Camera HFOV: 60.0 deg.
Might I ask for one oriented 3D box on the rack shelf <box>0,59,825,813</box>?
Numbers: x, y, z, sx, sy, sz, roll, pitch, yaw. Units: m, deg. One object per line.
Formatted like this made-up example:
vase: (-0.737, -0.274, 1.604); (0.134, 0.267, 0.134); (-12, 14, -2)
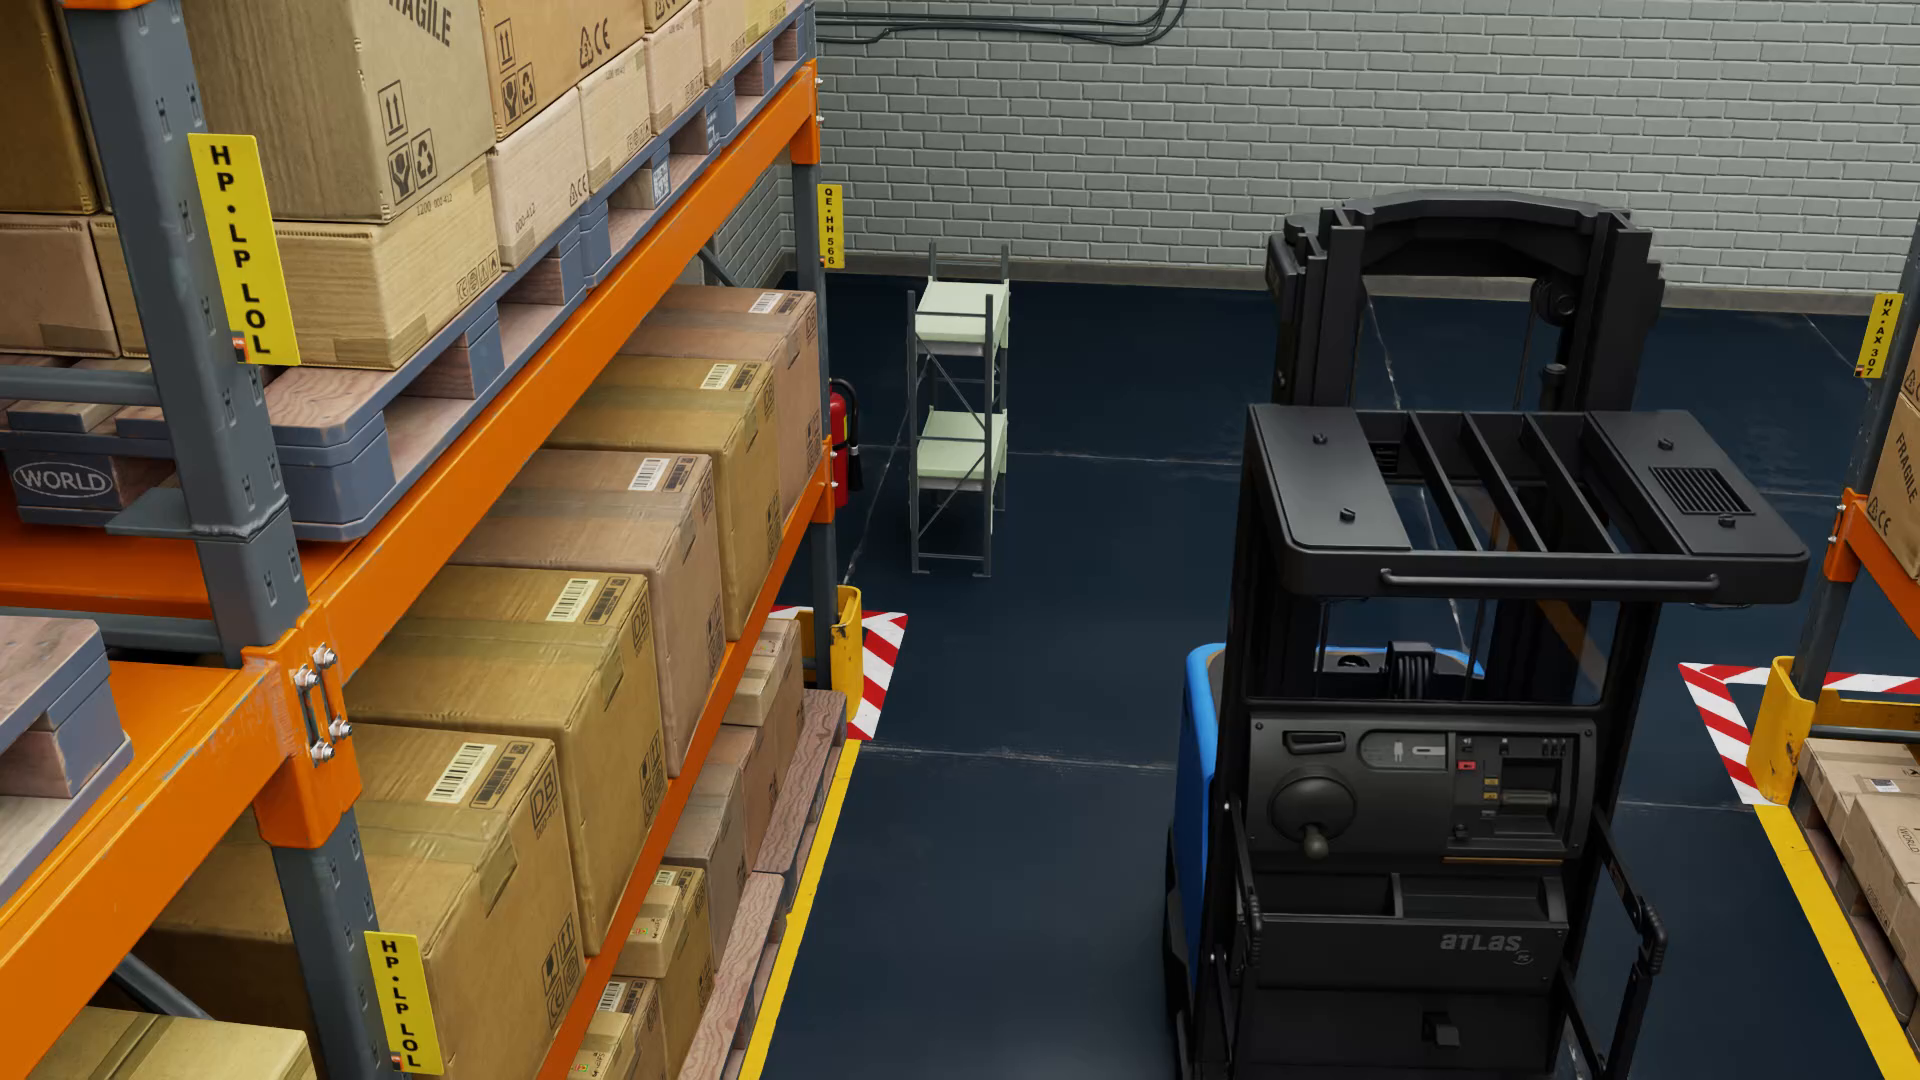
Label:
rack shelf: (-1.276, -0.678, 4.443); (1.077, 0.370, 4.000); (3, 28, 6)

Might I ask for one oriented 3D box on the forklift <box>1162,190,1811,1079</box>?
forklift: (1.243, 0.717, 4.329); (1.130, 2.935, 3.031); (1, 28, 2)

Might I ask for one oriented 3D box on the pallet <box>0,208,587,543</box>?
pallet: (-1.410, -0.399, 3.259); (1.003, 0.211, 1.213); (3, 28, 6)

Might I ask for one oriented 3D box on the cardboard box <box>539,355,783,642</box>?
cardboard box: (-1.161, -0.164, 5.576); (0.980, 0.700, 0.700); (3, 28, 6)

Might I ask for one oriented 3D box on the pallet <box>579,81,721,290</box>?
pallet: (-1.258, -0.972, 4.322); (1.003, 0.211, 1.213); (3, 28, 6)

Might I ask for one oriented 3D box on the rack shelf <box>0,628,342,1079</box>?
rack shelf: (-1.766, 1.204, 0.948); (1.077, 0.370, 4.000); (3, 28, 6)

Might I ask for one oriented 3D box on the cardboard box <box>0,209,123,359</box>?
cardboard box: (-1.670, -0.552, 3.060); (0.500, 0.250, 0.500); (4, 29, 7)

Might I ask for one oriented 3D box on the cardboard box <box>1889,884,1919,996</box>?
cardboard box: (3.415, 1.397, 5.429); (0.500, 0.250, 0.500); (3, 28, 6)

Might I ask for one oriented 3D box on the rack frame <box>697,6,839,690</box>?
rack frame: (-1.031, -0.616, 6.731); (1.000, 3.000, 0.127); (3, 28, 6)

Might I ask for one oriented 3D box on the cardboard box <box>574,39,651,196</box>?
cardboard box: (-1.042, -1.007, 3.905); (0.500, 0.250, 0.500); (3, 28, 5)

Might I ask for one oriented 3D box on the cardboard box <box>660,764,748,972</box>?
cardboard box: (-1.140, 1.107, 5.725); (0.700, 0.500, 0.500); (2, 28, 5)

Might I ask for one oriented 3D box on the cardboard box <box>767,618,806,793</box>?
cardboard box: (-1.017, 0.635, 6.602); (0.700, 0.500, 0.500); (3, 28, 6)

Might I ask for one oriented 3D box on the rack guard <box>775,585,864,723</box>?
rack guard: (-1.028, 0.473, 7.345); (1.175, 0.500, 0.348); (3, 28, 6)

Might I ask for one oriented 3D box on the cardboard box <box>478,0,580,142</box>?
cardboard box: (-1.098, -1.108, 3.301); (0.500, 0.500, 0.500); (3, 28, 5)

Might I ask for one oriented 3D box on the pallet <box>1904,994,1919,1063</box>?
pallet: (3.628, 1.882, 5.035); (1.003, 0.211, 1.213); (3, 28, 6)

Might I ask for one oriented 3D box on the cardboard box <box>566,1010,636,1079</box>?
cardboard box: (-1.104, 1.400, 4.497); (0.380, 0.149, 0.250); (4, 29, 8)

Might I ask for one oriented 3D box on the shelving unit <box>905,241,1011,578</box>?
shelving unit: (-0.001, -0.657, 8.388); (0.431, 1.500, 0.755); (3, 28, 6)

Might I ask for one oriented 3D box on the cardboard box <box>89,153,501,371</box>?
cardboard box: (-1.175, -0.527, 3.012); (0.500, 0.250, 0.500); (3, 28, 6)

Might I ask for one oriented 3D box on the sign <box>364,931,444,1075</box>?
sign: (-0.981, 0.819, 2.930); (0.100, 0.325, 0.005); (3, 28, 6)

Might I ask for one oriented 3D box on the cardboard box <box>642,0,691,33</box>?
cardboard box: (-0.977, -1.588, 4.192); (0.500, 0.500, 0.500); (2, 28, 4)

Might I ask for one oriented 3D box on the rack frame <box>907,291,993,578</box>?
rack frame: (-0.046, -0.485, 8.069); (0.400, 1.500, 0.023); (3, 28, 6)

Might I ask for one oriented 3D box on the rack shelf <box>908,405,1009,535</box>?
rack shelf: (-0.001, -0.370, 8.543); (0.431, 0.370, 0.720); (3, 28, 6)

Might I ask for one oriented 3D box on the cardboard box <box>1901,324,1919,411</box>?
cardboard box: (3.570, -0.621, 5.580); (0.500, 0.500, 0.500); (4, 29, 8)

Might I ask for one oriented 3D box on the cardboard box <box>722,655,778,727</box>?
cardboard box: (-0.883, 0.541, 6.093); (0.380, 0.149, 0.250); (4, 29, 8)

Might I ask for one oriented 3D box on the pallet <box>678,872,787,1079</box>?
pallet: (-1.203, 1.565, 5.622); (1.003, 0.211, 1.213); (3, 28, 6)

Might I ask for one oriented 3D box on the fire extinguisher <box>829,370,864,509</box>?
fire extinguisher: (-0.554, -0.462, 6.920); (0.296, 0.674, 0.183); (3, 28, 6)

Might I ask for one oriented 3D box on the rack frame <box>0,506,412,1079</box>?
rack frame: (-1.521, 1.267, 3.236); (1.000, 3.000, 0.127); (3, 28, 6)

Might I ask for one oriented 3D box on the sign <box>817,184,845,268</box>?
sign: (-0.494, -1.192, 6.329); (0.100, 0.325, 0.005); (3, 28, 6)

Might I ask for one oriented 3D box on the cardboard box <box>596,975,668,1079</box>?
cardboard box: (-1.263, 1.600, 4.810); (0.700, 0.500, 0.500); (3, 28, 6)

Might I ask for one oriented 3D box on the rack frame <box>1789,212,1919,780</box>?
rack frame: (3.886, -0.330, 6.200); (1.000, 3.000, 0.127); (3, 28, 6)

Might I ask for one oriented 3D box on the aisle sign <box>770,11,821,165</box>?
aisle sign: (-0.724, -1.777, 6.145); (0.394, 0.787, 0.004); (3, 28, 6)

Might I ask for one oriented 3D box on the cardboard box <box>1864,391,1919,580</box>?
cardboard box: (3.570, -0.180, 5.817); (0.500, 0.500, 0.500); (4, 29, 7)

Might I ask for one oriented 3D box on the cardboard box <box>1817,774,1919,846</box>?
cardboard box: (3.463, 1.019, 6.220); (0.380, 0.166, 0.250); (3, 28, 6)

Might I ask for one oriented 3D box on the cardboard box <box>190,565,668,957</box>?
cardboard box: (-1.343, 0.537, 4.274); (0.980, 0.700, 0.700); (3, 28, 5)

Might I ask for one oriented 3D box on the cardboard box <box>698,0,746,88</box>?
cardboard box: (-0.920, -1.494, 4.808); (0.500, 0.250, 0.500); (2, 28, 4)
